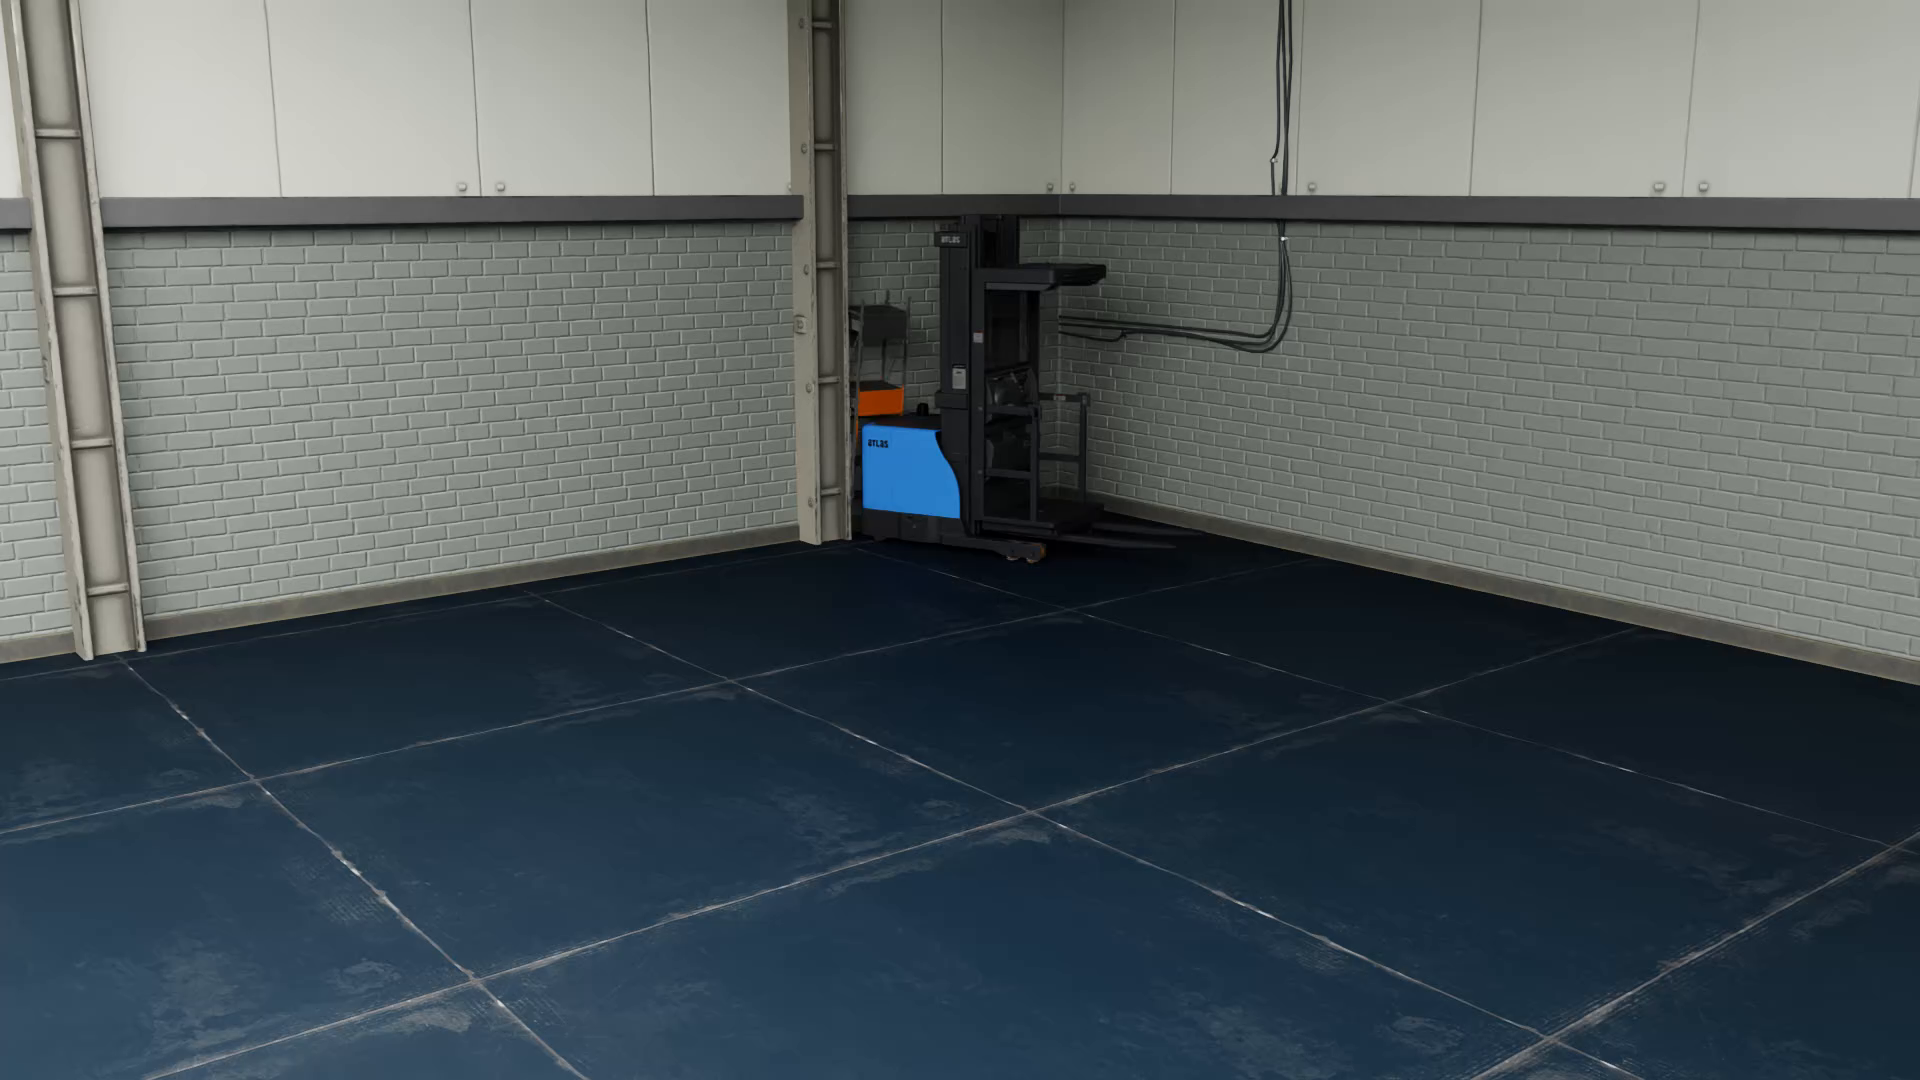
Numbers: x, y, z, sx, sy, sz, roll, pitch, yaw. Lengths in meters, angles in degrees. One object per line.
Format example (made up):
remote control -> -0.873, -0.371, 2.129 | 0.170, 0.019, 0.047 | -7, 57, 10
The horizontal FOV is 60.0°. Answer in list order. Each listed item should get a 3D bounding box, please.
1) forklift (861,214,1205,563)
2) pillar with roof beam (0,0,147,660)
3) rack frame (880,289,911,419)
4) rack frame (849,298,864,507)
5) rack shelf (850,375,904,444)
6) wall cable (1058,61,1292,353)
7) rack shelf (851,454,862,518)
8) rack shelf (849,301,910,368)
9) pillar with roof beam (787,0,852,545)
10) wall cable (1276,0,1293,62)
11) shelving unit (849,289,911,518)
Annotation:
forklift -> 0.639, -1.364, 14.616 | 3.031, 2.935, 1.130 | 6, 14, 28
pillar with roof beam -> -3.235, -2.930, 7.383 | 0.400, 9.000, 9.100 | -9, 15, -38
rack frame -> -0.635, -1.237, 15.378 | 0.015, 2.100, 0.400 | -8, 21, -34
rack frame -> -1.037, -1.183, 15.108 | 0.015, 2.100, 0.400 | -8, 21, -34
rack shelf -> -0.837, -1.197, 15.247 | 0.480, 0.518, 0.431 | -8, 21, -34
wall cable -> 1.888, -3.056, 15.451 | 0.112, 2.526, 3.097 | -9, 15, -38
rack shelf -> -0.890, -0.532, 15.460 | 0.480, 0.518, 0.431 | -8, 21, -34
rack shelf -> -0.784, -1.862, 15.035 | 0.480, 0.518, 0.431 | -8, 21, -34
pillar with roof beam -> 1.450, -3.708, 11.050 | 0.400, 9.000, 9.100 | -9, 15, -38
wall cable -> 3.578, -5.087, 12.860 | 0.112, 2.526, 3.097 | -9, 15, -38
shelving unit -> -0.836, -1.210, 15.243 | 0.503, 2.100, 0.431 | -8, 21, -34
